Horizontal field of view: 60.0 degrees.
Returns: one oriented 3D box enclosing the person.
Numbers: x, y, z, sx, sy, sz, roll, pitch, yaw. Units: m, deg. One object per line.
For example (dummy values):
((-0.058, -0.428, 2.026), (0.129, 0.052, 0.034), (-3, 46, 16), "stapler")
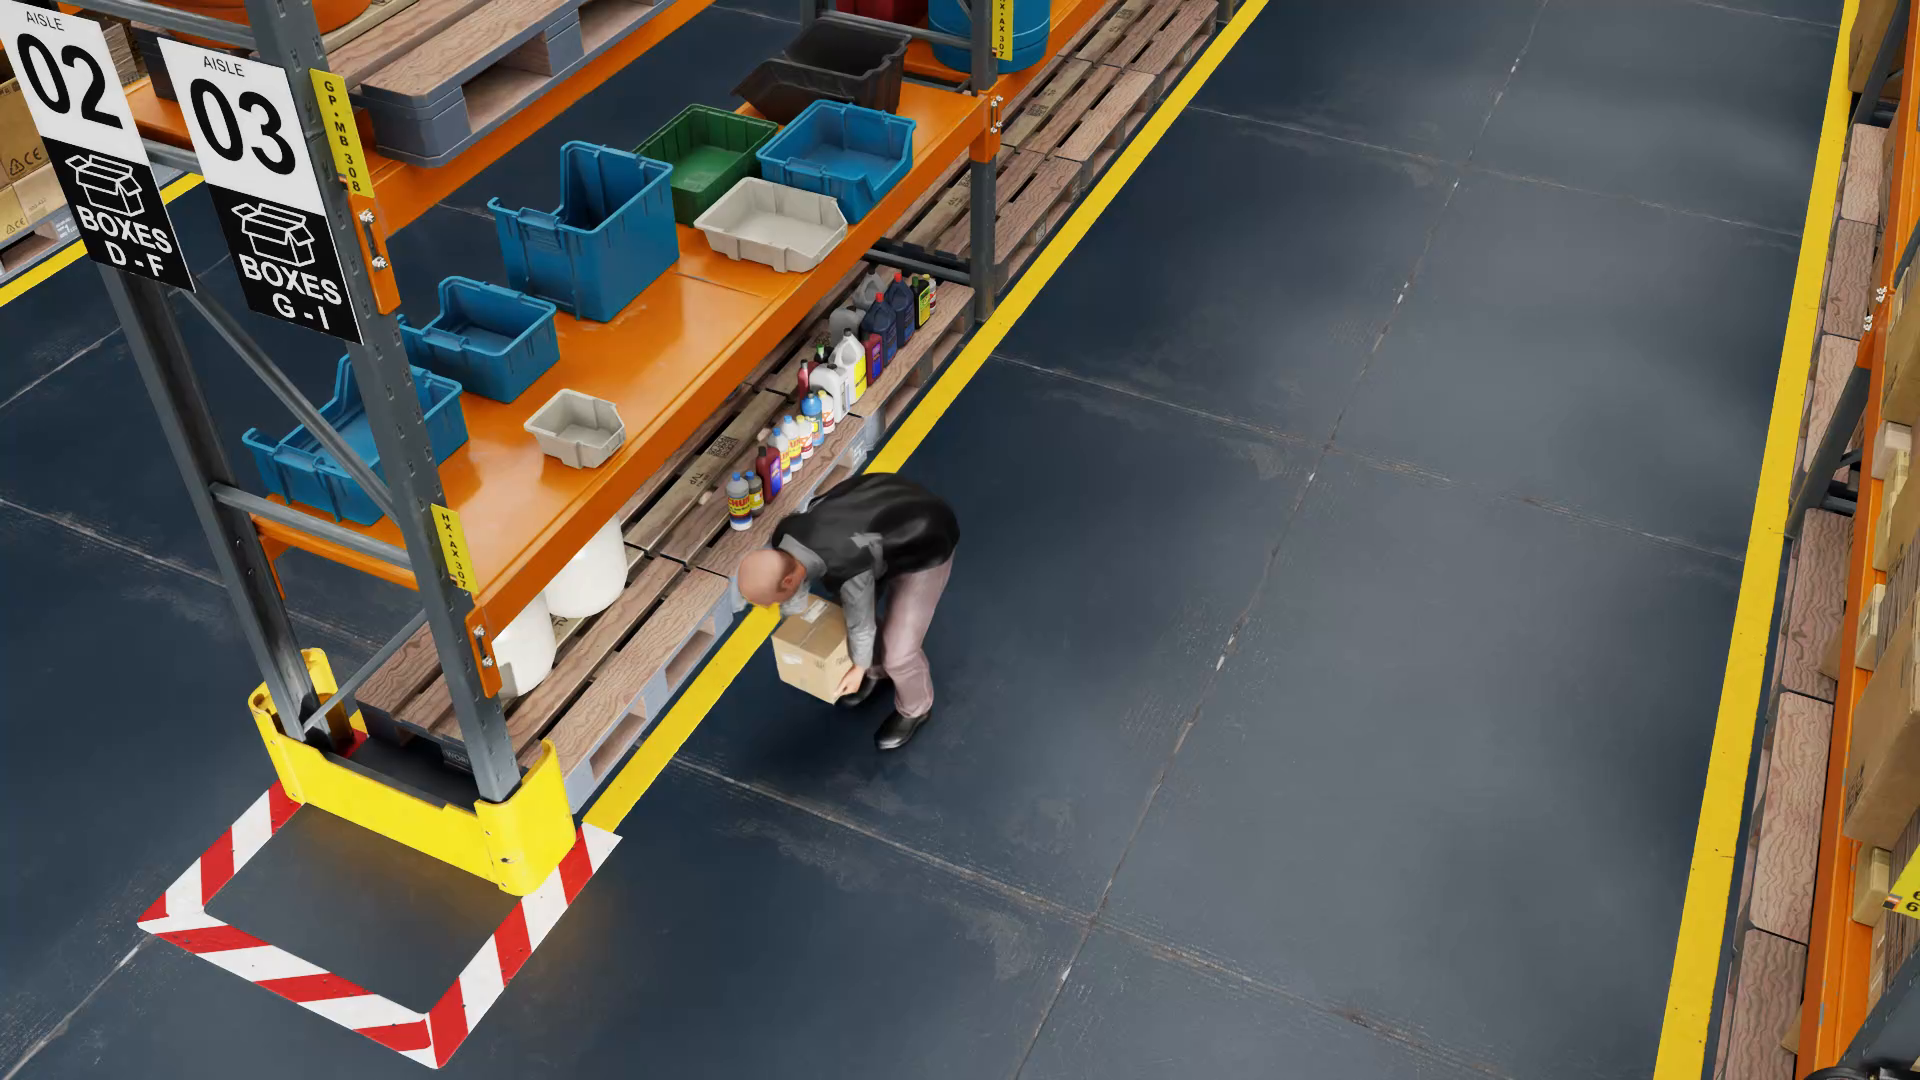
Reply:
((-0.418, 0.321, 6.202), (0.457, 1.214, 0.937), (31, 50, 30), "person")
